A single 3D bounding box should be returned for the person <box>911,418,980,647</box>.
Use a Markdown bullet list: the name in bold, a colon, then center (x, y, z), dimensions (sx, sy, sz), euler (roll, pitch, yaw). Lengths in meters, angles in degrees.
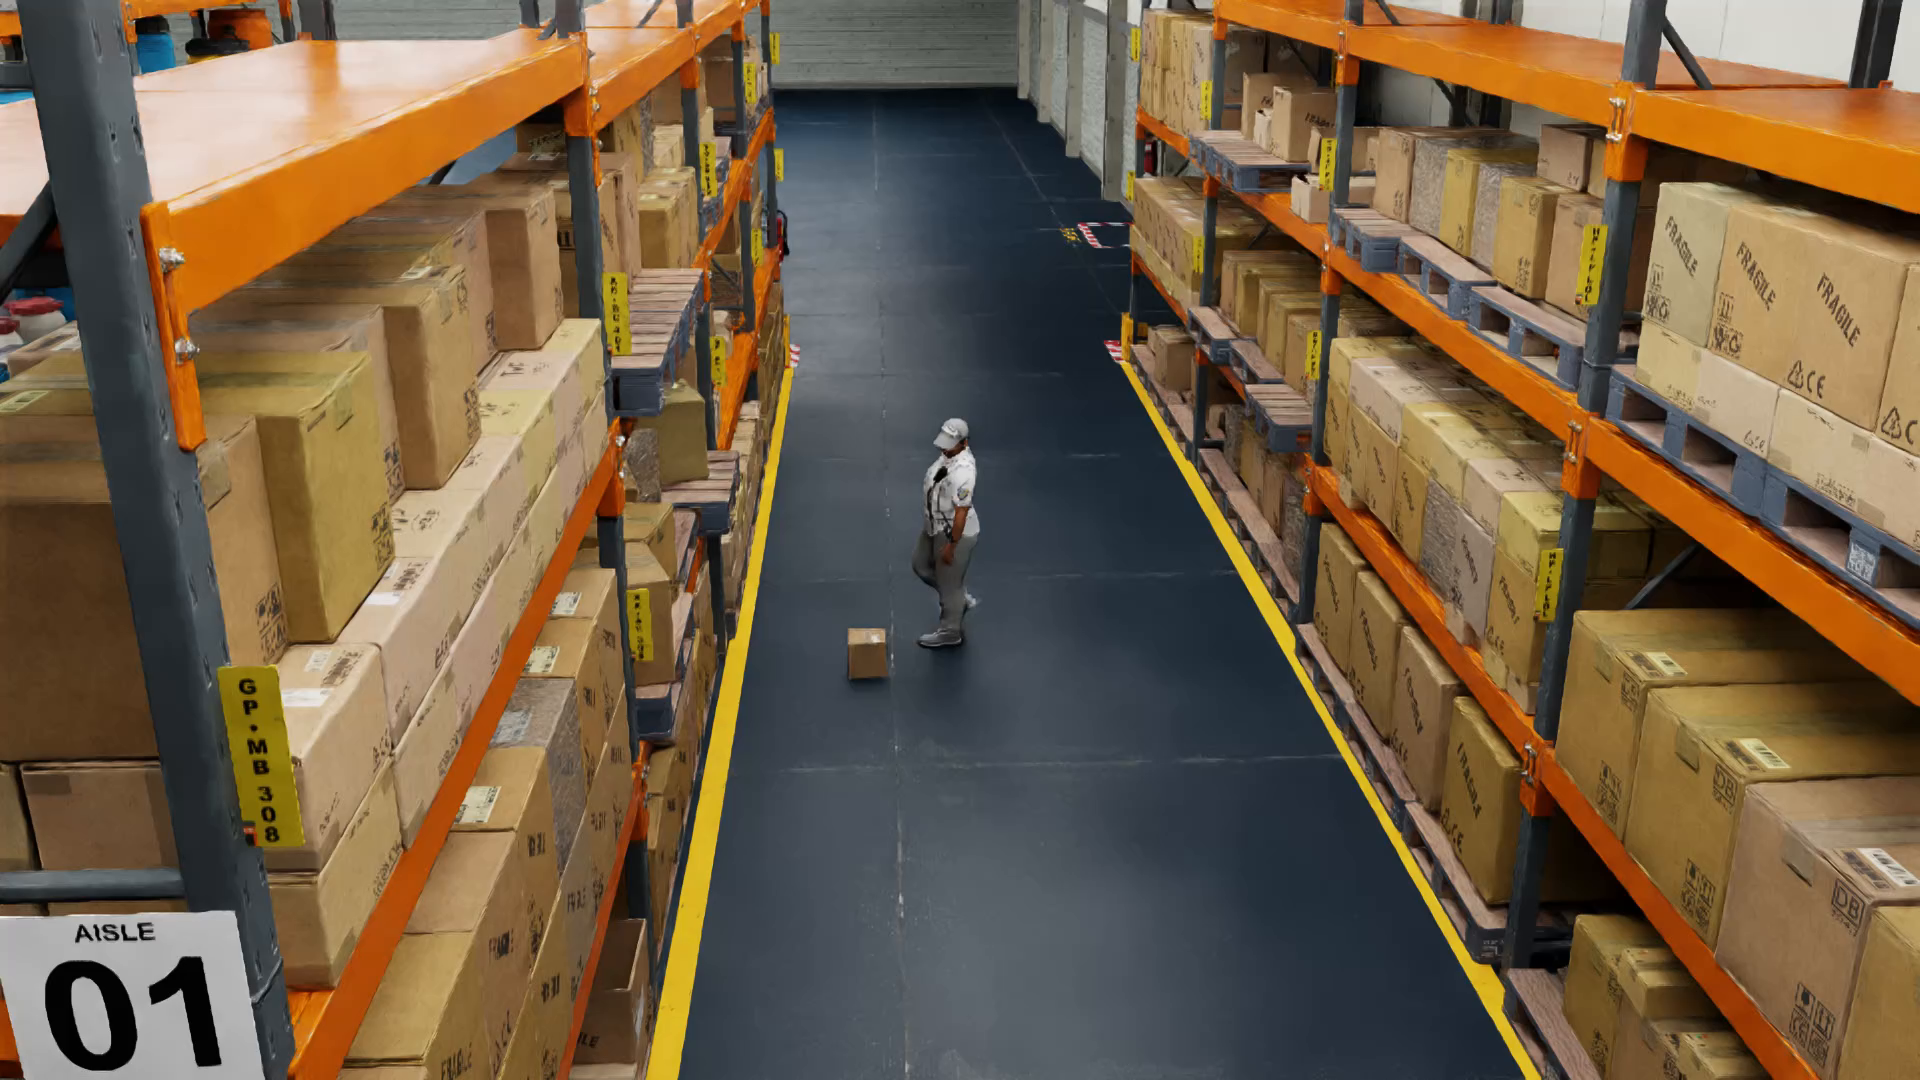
- **person**: center (-0.082, -0.054, 11.210), dimensions (0.452, 1.665, 0.609), euler (-4, 21, -10)
